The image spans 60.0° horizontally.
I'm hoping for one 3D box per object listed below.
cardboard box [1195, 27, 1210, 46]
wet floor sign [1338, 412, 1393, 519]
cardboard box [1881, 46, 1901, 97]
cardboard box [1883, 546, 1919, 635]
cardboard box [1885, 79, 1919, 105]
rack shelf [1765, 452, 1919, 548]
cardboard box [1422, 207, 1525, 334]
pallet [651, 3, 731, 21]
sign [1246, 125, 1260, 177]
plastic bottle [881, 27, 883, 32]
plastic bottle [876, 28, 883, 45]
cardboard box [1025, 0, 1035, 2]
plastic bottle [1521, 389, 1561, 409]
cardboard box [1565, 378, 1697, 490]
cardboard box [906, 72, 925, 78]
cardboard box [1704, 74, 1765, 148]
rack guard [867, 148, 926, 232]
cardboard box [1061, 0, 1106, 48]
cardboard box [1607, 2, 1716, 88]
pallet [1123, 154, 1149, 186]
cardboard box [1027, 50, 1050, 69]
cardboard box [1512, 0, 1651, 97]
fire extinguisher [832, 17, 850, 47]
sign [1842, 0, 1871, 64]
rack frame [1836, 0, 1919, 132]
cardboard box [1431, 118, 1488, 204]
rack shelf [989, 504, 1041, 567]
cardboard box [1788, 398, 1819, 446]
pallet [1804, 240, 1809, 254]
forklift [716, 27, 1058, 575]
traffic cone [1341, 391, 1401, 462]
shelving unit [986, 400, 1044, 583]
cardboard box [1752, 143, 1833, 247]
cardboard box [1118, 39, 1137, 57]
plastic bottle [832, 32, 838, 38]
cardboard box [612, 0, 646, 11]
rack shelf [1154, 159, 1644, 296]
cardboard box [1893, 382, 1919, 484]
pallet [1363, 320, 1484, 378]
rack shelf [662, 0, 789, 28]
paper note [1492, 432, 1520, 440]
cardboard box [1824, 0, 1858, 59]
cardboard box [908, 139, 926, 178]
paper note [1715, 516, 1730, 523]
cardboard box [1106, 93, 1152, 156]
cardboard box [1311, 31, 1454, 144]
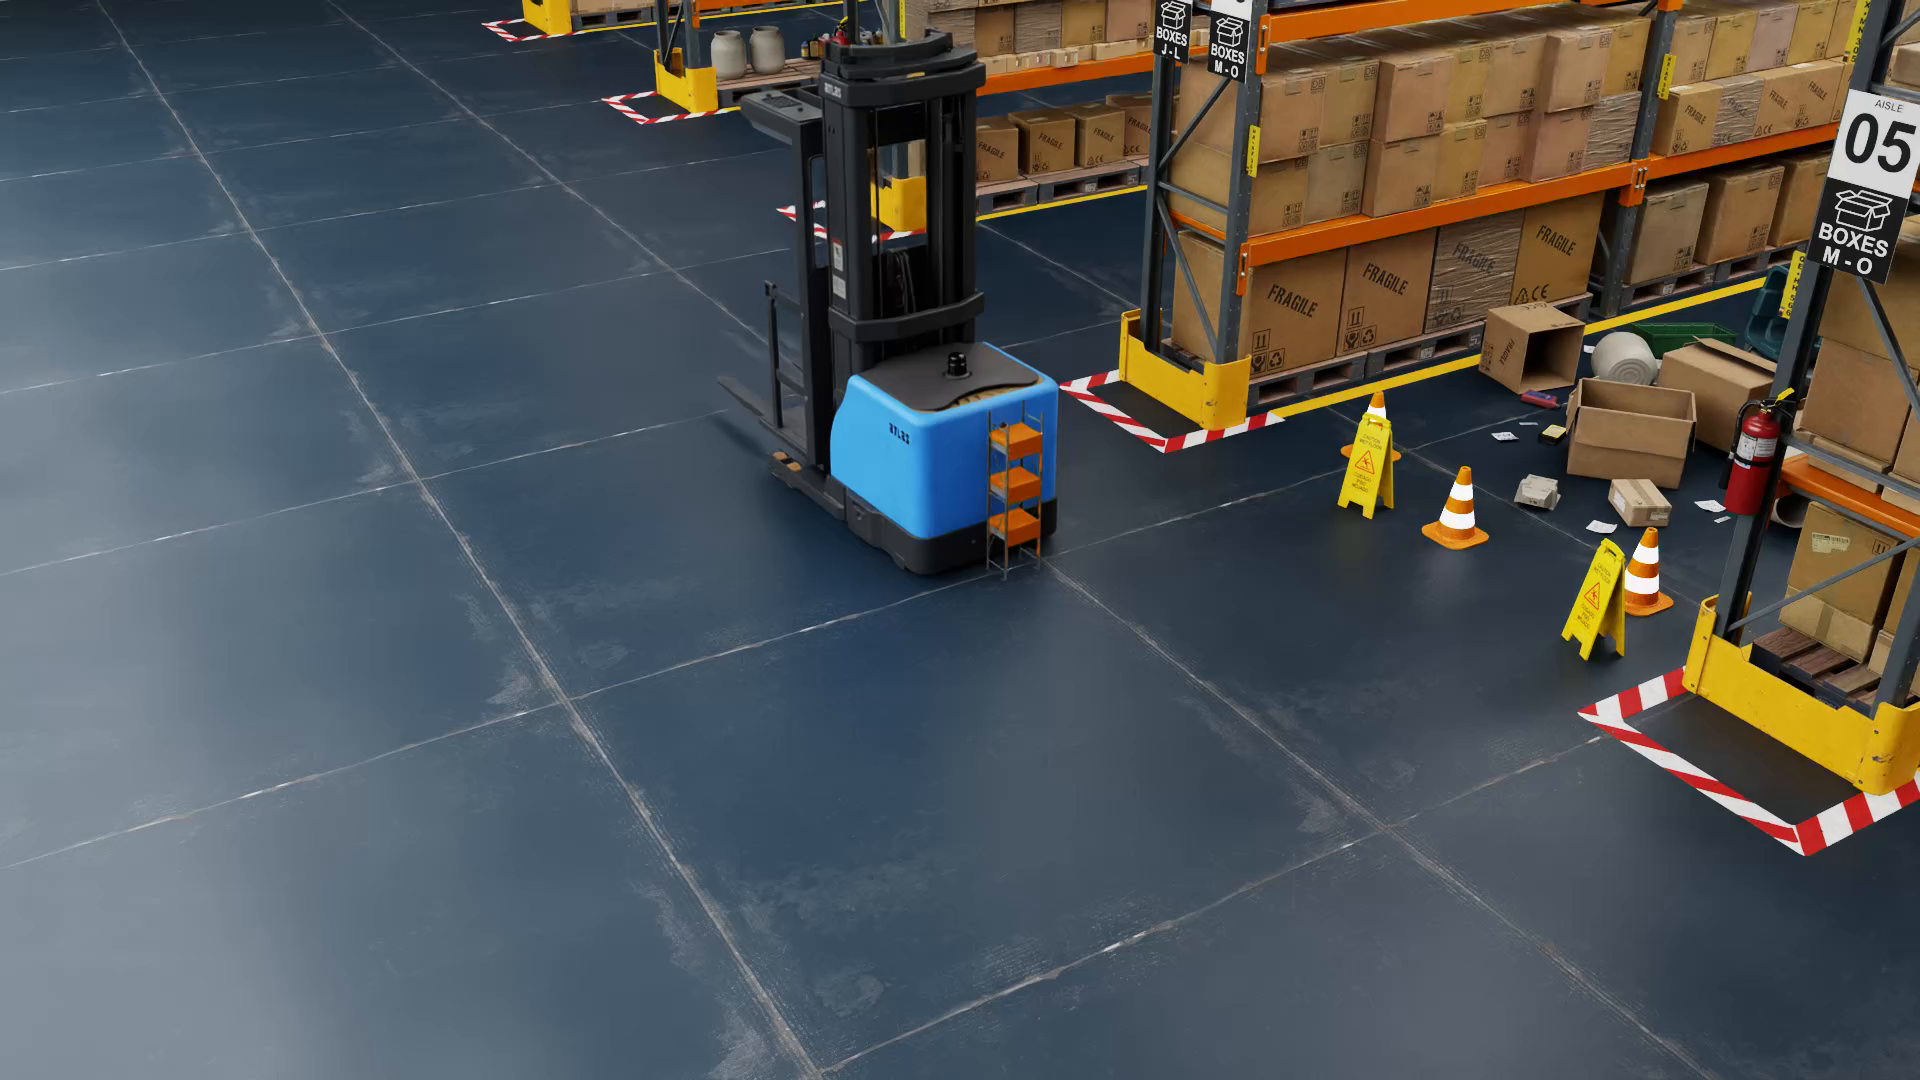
[{"bbox_3d":[2.407,-5.089,16.725,0.250,0.149,0.380,-16,33,-26],"label":"cardboard box"},{"bbox_3d":[2.619,-0.499,10.584,0.232,0.644,0.267,-22,36,-35],"label":"wet floor sign"},{"bbox_3d":[7.855,-4.020,14.424,0.500,0.500,0.500,-16,33,-26],"label":"cardboard box"},{"bbox_3d":[5.091,0.279,8.372,0.500,0.500,0.500,-17,33,-28],"label":"cardboard box"},{"bbox_3d":[4.540,-1.939,7.501,0.500,0.250,0.500,-16,33,-27],"label":"cardboard box"},{"bbox_3d":[5.960,-0.499,8.892,4.000,0.370,1.077,-16,33,-26],"label":"rack shelf"},{"bbox_3d":[3.737,-2.247,13.080,0.875,0.875,0.875,-16,33,-26],"label":"cardboard box"},{"bbox_3d":[-4.112,-7.860,24.373,1.213,0.211,1.003,-16,33,-26],"label":"pallet"},{"bbox_3d":[1.917,-2.542,10.872,0.005,0.325,0.100,-16,33,-26],"label":"sign"},{"bbox_3d":[-0.914,-6.457,21.229,0.185,0.351,0.144,-17,33,-28],"label":"plastic bottle"},{"bbox_3d":[-1.022,-6.370,21.155,0.097,0.271,0.097,0,29,0],"label":"plastic bottle"},{"bbox_3d":[0.692,-5.328,15.451,0.500,0.500,0.500,-16,33,-26],"label":"cardboard box"},{"bbox_3d":[4.258,-1.020,12.134,0.283,0.061,0.133,22,36,34],"label":"plastic bottle"},{"bbox_3d":[4.467,-0.716,11.124,0.797,0.503,0.637,10,30,17],"label":"cardboard box"},{"bbox_3d":[-0.418,-4.313,15.318,0.250,0.149,0.380,-16,33,-26],"label":"cardboard box"},{"bbox_3d":[6.114,-3.525,13.527,0.500,0.500,0.500,-16,32,-26],"label":"cardboard box"},{"bbox_3d":[-0.719,-3.376,15.949,0.348,0.500,1.175,-16,33,-26],"label":"rack guard"},{"bbox_3d":[0.963,-5.144,16.153,0.500,0.500,0.875,-16,33,-26],"label":"cardboard box"},{"bbox_3d":[5.515,-3.946,13.256,0.500,0.500,0.700,-16,33,-27],"label":"cardboard box"},{"bbox_3d":[2.103,-4.031,17.435,1.213,0.211,1.003,-16,33,-26],"label":"pallet"},{"bbox_3d":[0.656,-4.621,15.878,0.250,0.149,0.380,-16,33,-26],"label":"cardboard box"},{"bbox_3d":[4.754,-3.803,12.862,0.550,0.550,0.875,-16,33,-26],"label":"cardboard box"},{"bbox_3d":[-1.117,-4.582,15.627,0.183,0.674,0.296,-16,33,-26],"label":"fire extinguisher"},{"bbox_3d":[3.972,-2.261,7.320,0.005,0.325,0.100,-16,33,-26],"label":"sign"},{"bbox_3d":[4.236,-2.950,6.381,0.127,3.000,1.000,-16,33,-26],"label":"rack frame"},{"bbox_3d":[3.383,-2.912,12.365,0.500,0.550,0.875,-16,33,-26],"label":"cardboard box"},{"bbox_3d":[0.318,-0.026,9.907,0.240,0.259,0.215,-19,34,-30],"label":"rack shelf"},{"bbox_3d":[5.895,-0.801,11.524,0.258,0.266,0.396,10,30,17],"label":"cardboard box"},{"bbox_3d":[7.820,-2.937,15.452,1.213,0.211,1.003,-16,33,-26],"label":"pallet"},{"bbox_3d":[-0.639,-1.743,10.474,1.130,2.935,3.031,-18,34,-29],"label":"forklift"},{"bbox_3d":[2.818,-0.789,11.299,0.334,0.463,0.336,-16,33,-26],"label":"traffic cone"},{"bbox_3d":[0.318,-0.279,9.767,0.252,1.050,0.215,-19,34,-30],"label":"shelving unit"},{"bbox_3d":[7.215,-3.191,14.920,0.750,0.750,1.050,-15,32,-26],"label":"cardboard box"},{"bbox_3d":[1.525,-4.861,16.312,0.250,0.149,0.380,-16,33,-26],"label":"cardboard box"},{"bbox_3d":[-1.582,-6.232,20.900,0.135,0.276,0.152,-17,33,-28],"label":"plastic bottle"},{"bbox_3d":[-4.796,-7.722,23.648,0.500,0.250,0.500,-16,33,-26],"label":"cardboard box"},{"bbox_3d":[3.365,-2.536,12.583,4.000,0.370,1.077,-16,33,-26],"label":"rack shelf"},{"bbox_3d":[4.785,-0.498,7.735,0.500,0.500,0.500,-16,33,-27],"label":"cardboard box"},{"bbox_3d":[3.341,-1.665,13.147,1.213,0.211,1.003,-16,33,-26],"label":"pallet"},{"bbox_3d":[-1.570,-6.690,20.111,4.000,0.370,1.077,-16,33,-26],"label":"rack shelf"},{"bbox_3d":[3.817,-0.727,11.636,0.142,0.017,0.144,-5,29,-9],"label":"paper note"},{"bbox_3d":[7.269,-4.444,14.159,0.500,0.500,0.700,-16,33,-27],"label":"cardboard box"},{"bbox_3d":[-0.238,-3.688,16.078,0.500,0.500,0.500,-10,30,-17],"label":"cardboard box"},{"bbox_3d":[4.850,-0.131,10.575,0.123,0.001,0.032,-16,33,-26],"label":"paper note"},{"bbox_3d":[1.809,-4.296,17.181,0.500,0.500,0.500,-6,29,-11],"label":"cardboard box"},{"bbox_3d":[2.959,-3.228,11.820,0.550,0.550,0.875,-16,33,-26],"label":"cardboard box"}]
